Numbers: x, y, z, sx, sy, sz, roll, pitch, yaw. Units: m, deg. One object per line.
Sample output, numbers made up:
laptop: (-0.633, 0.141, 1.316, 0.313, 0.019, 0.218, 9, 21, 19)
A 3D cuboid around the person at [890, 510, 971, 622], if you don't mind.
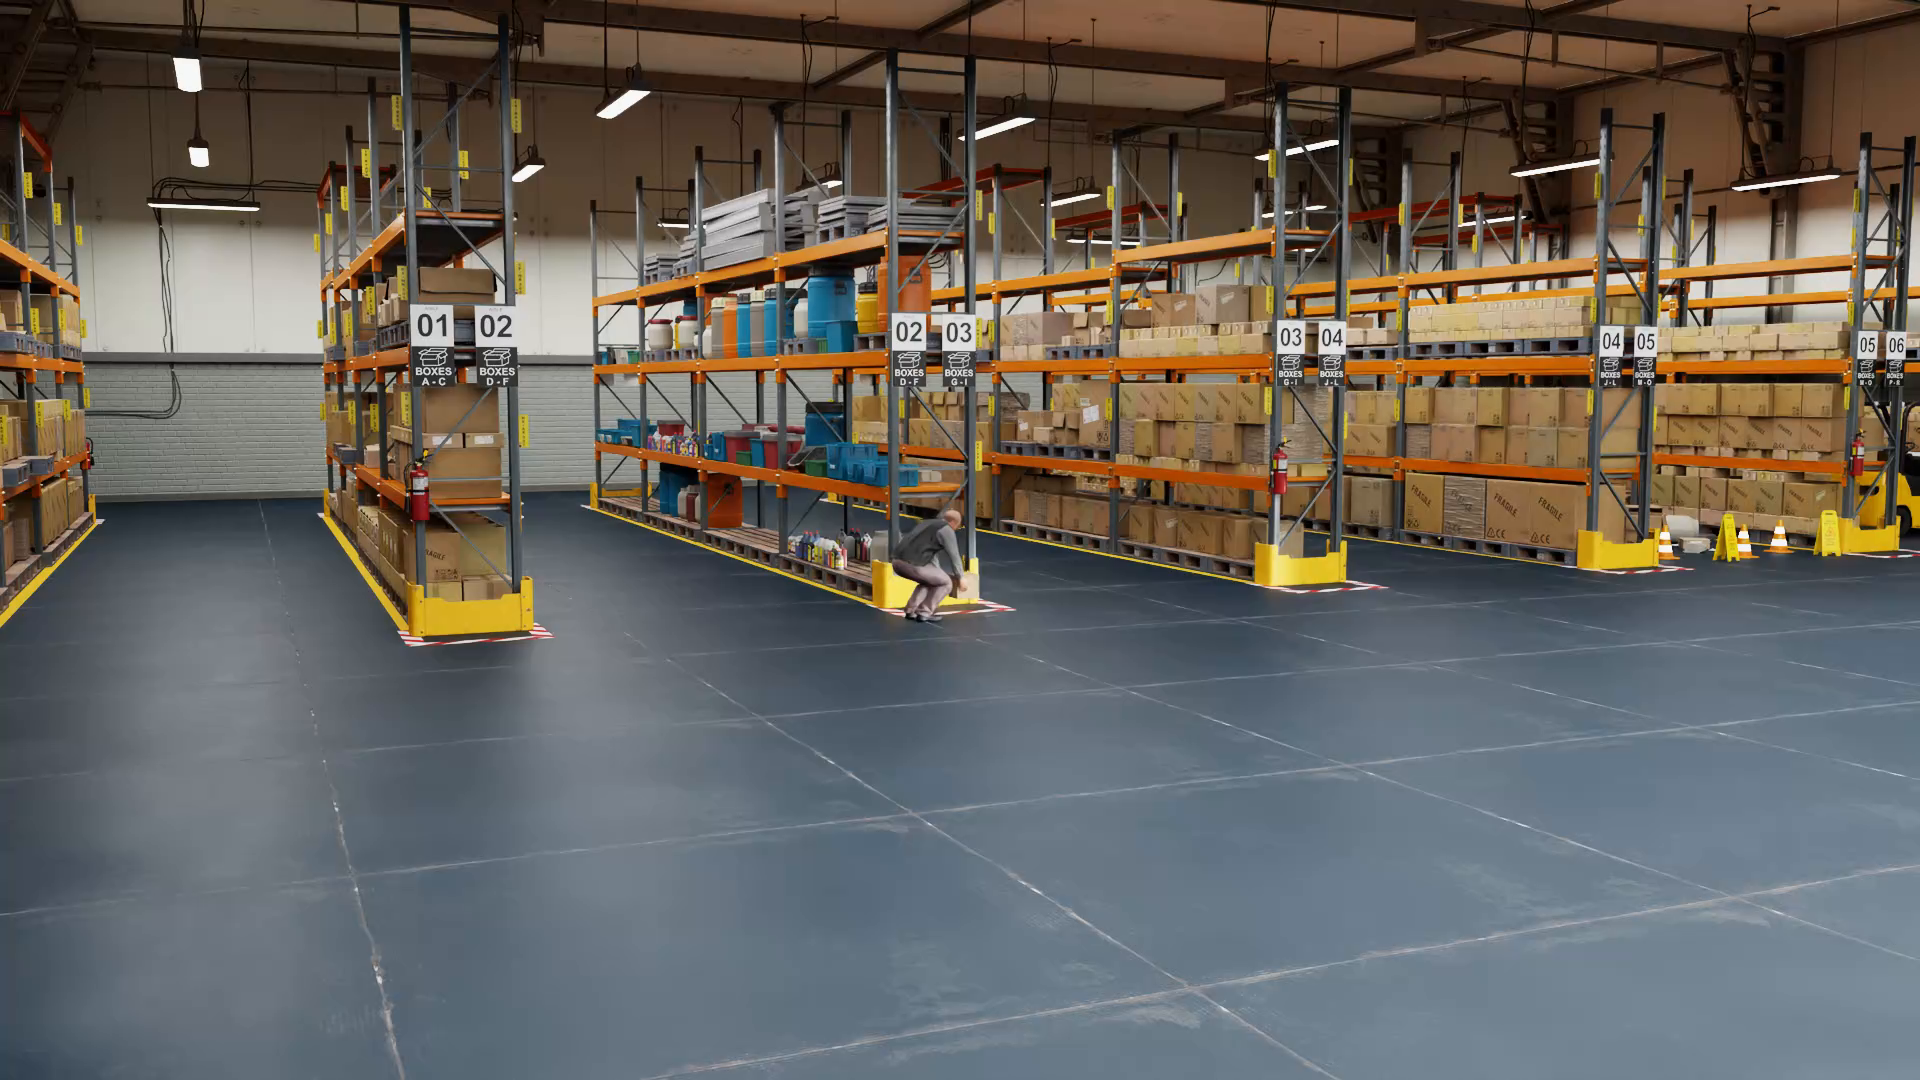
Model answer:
person: (-0.336, 0.260, 17.308, 0.819, 1.128, 0.565, -3, 6, -31)
